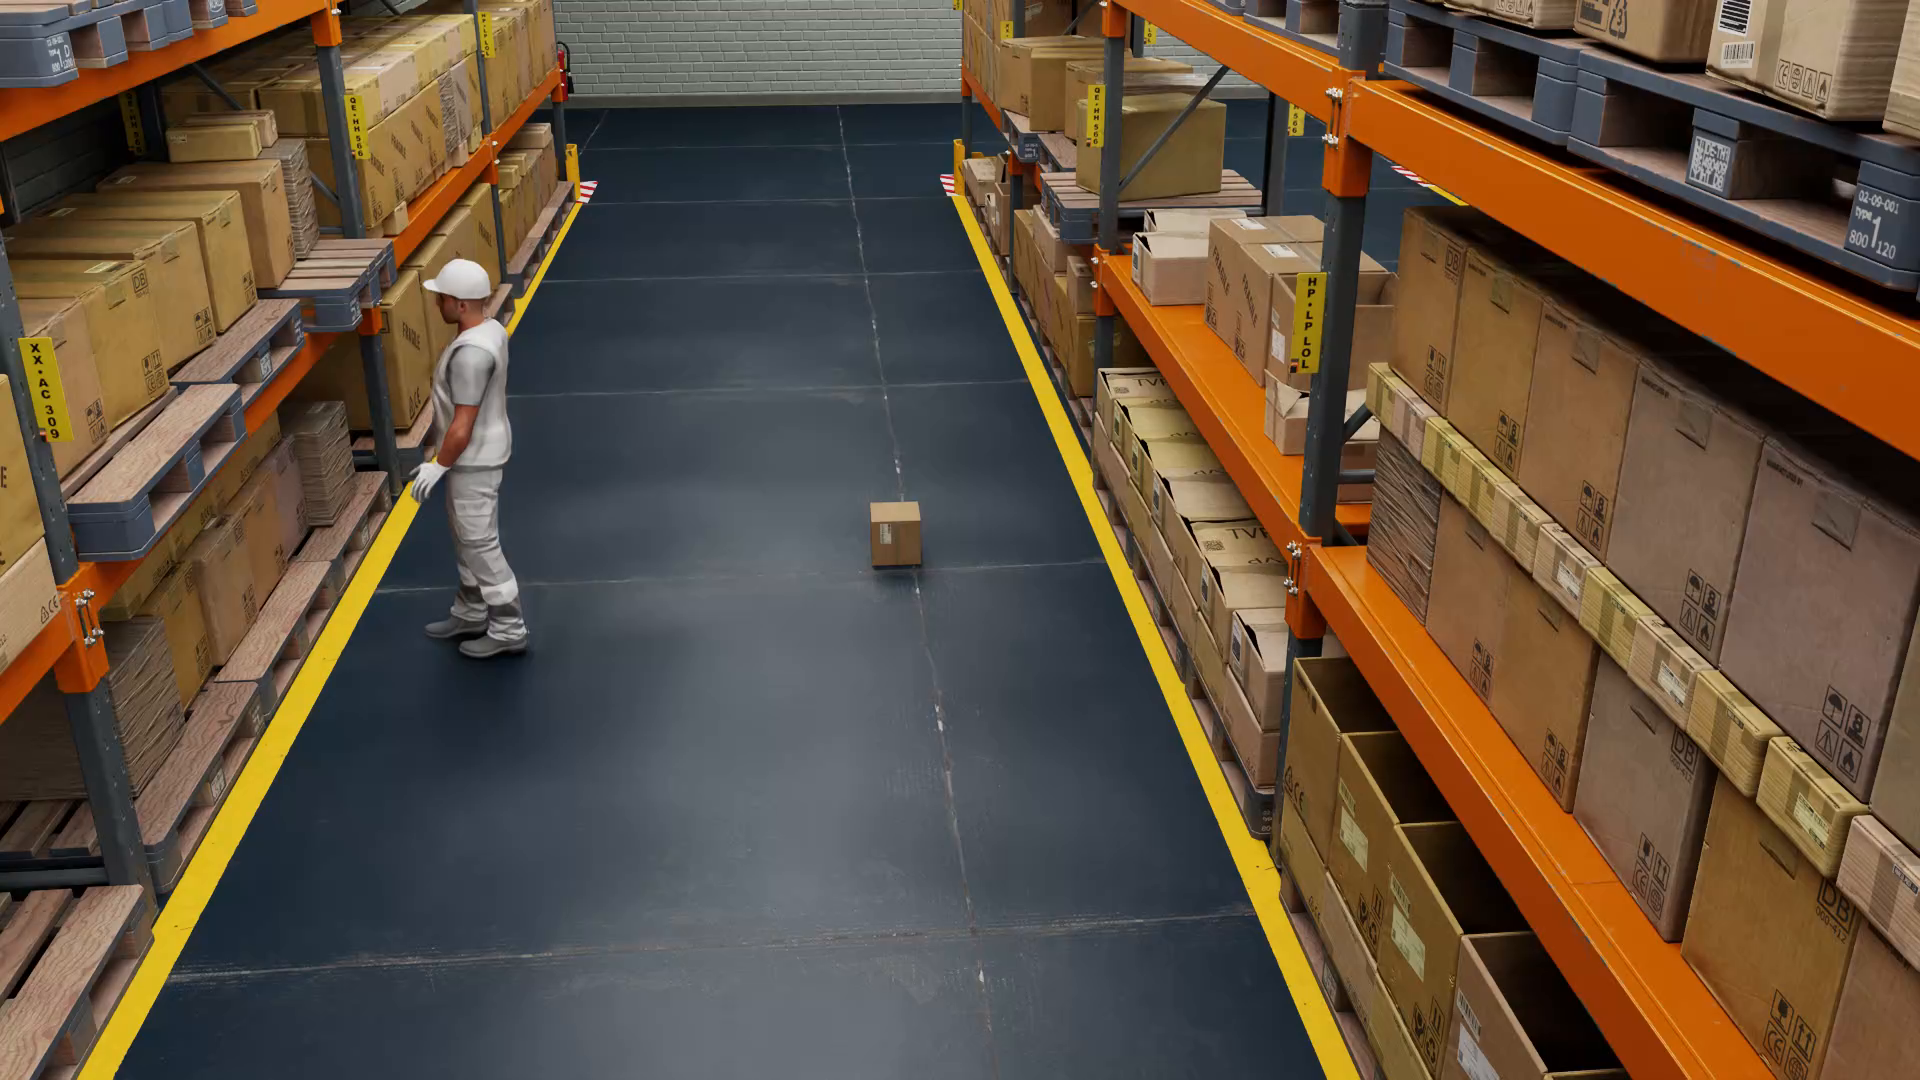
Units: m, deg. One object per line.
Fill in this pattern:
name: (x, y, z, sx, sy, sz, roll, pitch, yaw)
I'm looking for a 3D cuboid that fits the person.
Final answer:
person: (-2.223, -0.341, 7.332, 0.538, 1.805, 0.584, -3, 24, -8)
